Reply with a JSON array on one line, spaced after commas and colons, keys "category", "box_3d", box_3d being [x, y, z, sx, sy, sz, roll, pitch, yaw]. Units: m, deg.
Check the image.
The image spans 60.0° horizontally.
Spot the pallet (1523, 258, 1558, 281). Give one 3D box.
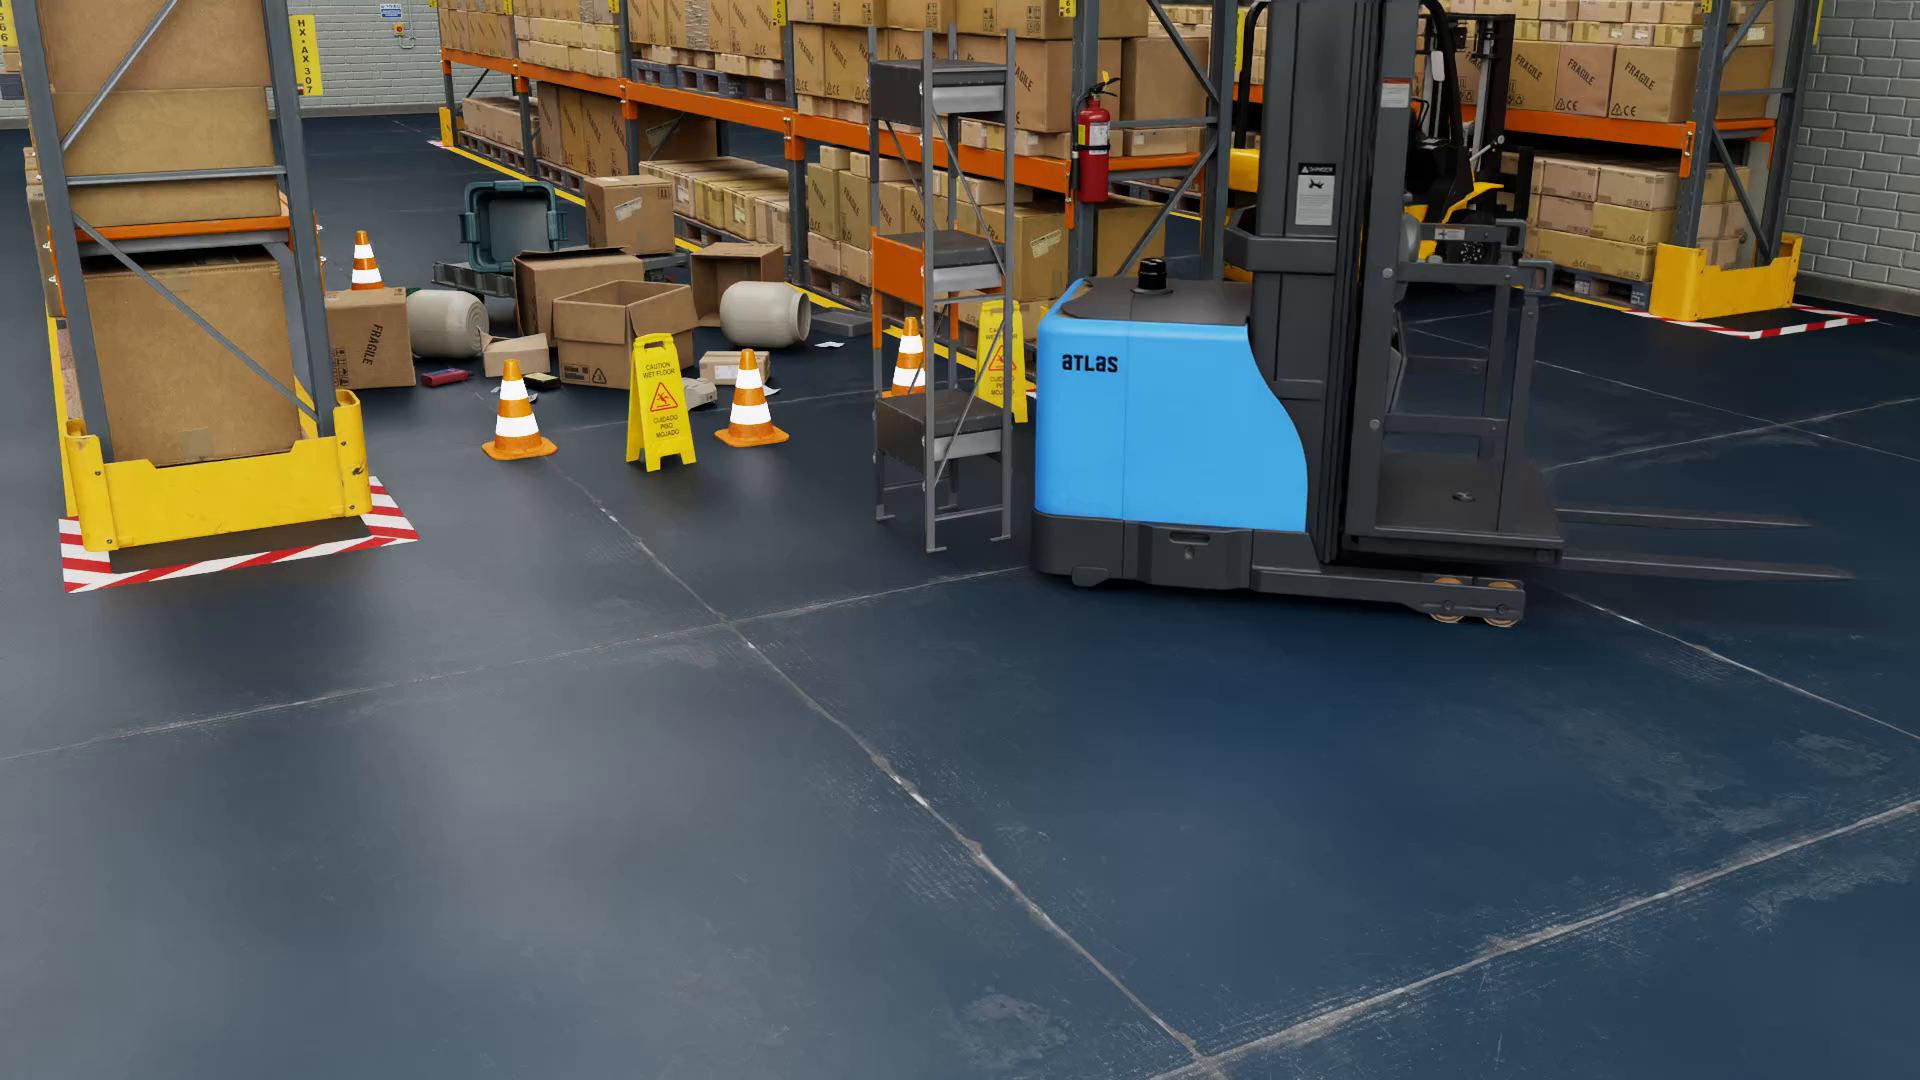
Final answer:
[{"category": "pallet", "box_3d": [4.459, -2.317, 13.522, 1.003, 0.211, 1.213, -10, 21, -27]}]

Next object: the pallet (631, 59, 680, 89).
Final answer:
[{"category": "pallet", "box_3d": [-2.299, -4.320, 15.346, 1.213, 0.211, 1.003, -10, 21, -27]}]

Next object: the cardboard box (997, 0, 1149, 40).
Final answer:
[{"category": "cardboard box", "box_3d": [0.633, -3.076, 9.304, 0.700, 0.500, 0.500, -11, 22, -28]}]

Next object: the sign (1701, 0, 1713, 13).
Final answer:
[{"category": "sign", "box_3d": [4.950, -3.651, 10.977, 0.100, 0.325, 0.005, -10, 21, -27]}]

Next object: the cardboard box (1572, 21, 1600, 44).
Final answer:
[{"category": "cardboard box", "box_3d": [4.698, -3.708, 12.130, 0.380, 0.149, 0.250, -10, 21, -27]}]

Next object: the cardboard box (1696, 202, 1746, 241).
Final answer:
[{"category": "cardboard box", "box_3d": [5.394, -2.374, 12.219, 0.500, 0.250, 0.500, -10, 21, -26]}]

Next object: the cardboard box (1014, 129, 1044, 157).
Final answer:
[{"category": "cardboard box", "box_3d": [0.484, -2.313, 9.622, 0.380, 0.149, 0.250, -10, 22, -27]}]

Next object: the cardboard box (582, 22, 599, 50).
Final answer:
[{"category": "cardboard box", "box_3d": [-3.432, -5.011, 16.517, 0.500, 0.250, 0.500, -11, 22, -28]}]

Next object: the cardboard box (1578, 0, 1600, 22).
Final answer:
[{"category": "cardboard box", "box_3d": [4.733, -3.857, 12.106, 0.380, 0.149, 0.250, -10, 21, -26]}]

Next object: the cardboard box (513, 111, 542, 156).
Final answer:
[{"category": "cardboard box", "box_3d": [-4.835, -4.931, 20.108, 0.875, 0.438, 0.875, -10, 22, -27]}]

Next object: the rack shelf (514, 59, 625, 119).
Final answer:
[{"category": "rack shelf", "box_3d": [-3.681, -4.833, 17.641, 1.077, 0.370, 4.000, -10, 21, -27]}]

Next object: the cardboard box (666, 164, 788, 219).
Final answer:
[{"category": "cardboard box", "box_3d": [-2.114, -3.181, 15.136, 0.950, 0.372, 0.625, -10, 22, -28]}]

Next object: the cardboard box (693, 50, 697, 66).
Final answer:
[{"category": "cardboard box", "box_3d": [-2.083, -4.170, 14.359, 0.380, 0.149, 0.250, -9, 21, -25]}]

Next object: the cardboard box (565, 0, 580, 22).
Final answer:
[{"category": "cardboard box", "box_3d": [-3.688, -5.516, 16.833, 0.500, 0.500, 0.500, -10, 21, -27]}]

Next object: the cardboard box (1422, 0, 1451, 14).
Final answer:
[{"category": "cardboard box", "box_3d": [3.936, -4.284, 13.345, 0.380, 0.149, 0.250, -10, 22, -28]}]

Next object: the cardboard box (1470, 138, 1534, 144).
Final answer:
[{"category": "cardboard box", "box_3d": [4.421, -3.190, 13.816, 0.500, 0.250, 0.500, -10, 21, -26]}]

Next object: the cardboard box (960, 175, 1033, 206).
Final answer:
[{"category": "cardboard box", "box_3d": [0.224, -2.147, 10.181, 0.380, 0.149, 0.250, -9, 21, -25]}]

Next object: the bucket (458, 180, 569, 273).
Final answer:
[{"category": "bucket", "box_3d": [-3.047, -2.144, 11.434, 0.726, 0.611, 0.620, -3, 9, -8]}]

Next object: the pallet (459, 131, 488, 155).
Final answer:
[{"category": "pallet", "box_3d": [-6.082, -5.360, 22.340, 1.003, 0.211, 1.213, -10, 21, -27]}]

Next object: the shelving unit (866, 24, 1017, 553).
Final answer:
[{"category": "shelving unit", "box_3d": [-0.079, -1.040, 6.927, 0.431, 2.100, 0.503, -10, 21, -27]}]

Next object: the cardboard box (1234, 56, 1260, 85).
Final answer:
[{"category": "cardboard box", "box_3d": [2.821, -4.397, 15.506, 0.500, 0.250, 0.500, -10, 21, -27]}]

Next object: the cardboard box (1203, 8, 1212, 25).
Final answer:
[{"category": "cardboard box", "box_3d": [2.544, -5.000, 15.876, 0.380, 0.149, 0.250, -10, 21, -26]}]

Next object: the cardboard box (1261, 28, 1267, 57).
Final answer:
[{"category": "cardboard box", "box_3d": [3.076, -4.487, 15.000, 0.500, 0.250, 0.500, -10, 22, -28]}]

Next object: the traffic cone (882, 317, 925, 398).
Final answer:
[{"category": "traffic cone", "box_3d": [-0.272, -1.027, 9.397, 0.336, 0.463, 0.334, -10, 21, -27]}]

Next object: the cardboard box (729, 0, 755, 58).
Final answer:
[{"category": "cardboard box", "box_3d": [-1.490, -4.076, 13.092, 0.500, 0.500, 0.500, -10, 21, -26]}]

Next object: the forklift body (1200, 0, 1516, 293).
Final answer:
[{"category": "forklift body", "box_3d": [2.928, -2.933, 12.333, 2.313, 2.155, 1.214, -10, 21, -27]}]

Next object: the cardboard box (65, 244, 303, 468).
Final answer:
[{"category": "cardboard box", "box_3d": [-3.621, -0.885, 7.711, 0.875, 0.875, 0.875, -10, 21, -26]}]

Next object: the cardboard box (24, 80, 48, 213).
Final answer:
[{"category": "cardboard box", "box_3d": [-3.737, -1.831, 7.610, 0.875, 0.550, 0.550, -10, 21, -27]}]

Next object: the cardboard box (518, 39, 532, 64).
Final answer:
[{"category": "cardboard box", "box_3d": [-4.654, -5.509, 18.728, 0.500, 0.250, 0.500, -11, 22, -28]}]

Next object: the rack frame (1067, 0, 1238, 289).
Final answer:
[{"category": "rack frame", "box_3d": [1.067, -2.302, 9.205, 1.000, 3.000, 0.127, -10, 21, -27]}]

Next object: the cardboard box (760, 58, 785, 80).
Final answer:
[{"category": "cardboard box", "box_3d": [-1.319, -3.635, 12.809, 0.380, 0.149, 0.250, -10, 21, -26]}]

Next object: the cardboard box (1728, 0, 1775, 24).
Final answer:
[{"category": "cardboard box", "box_3d": [5.463, -3.696, 11.641, 0.380, 0.149, 0.250, -10, 22, -28]}]

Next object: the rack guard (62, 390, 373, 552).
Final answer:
[{"category": "rack guard", "box_3d": [-3.229, -0.318, 7.286, 1.175, 0.500, 0.348, -10, 21, -27]}]

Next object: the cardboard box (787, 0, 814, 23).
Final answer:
[{"category": "cardboard box", "box_3d": [-0.814, -3.951, 11.841, 0.700, 0.500, 0.500, -10, 22, -27]}]

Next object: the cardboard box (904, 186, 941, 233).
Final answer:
[{"category": "cardboard box", "box_3d": [-0.027, -2.040, 10.868, 0.500, 0.500, 0.500, -11, 22, -28]}]

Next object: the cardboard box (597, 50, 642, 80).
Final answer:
[{"category": "cardboard box", "box_3d": [-3.200, -4.633, 16.189, 0.500, 0.250, 0.500, -11, 22, -29]}]

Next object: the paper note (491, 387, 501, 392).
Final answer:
[{"category": "paper note", "box_3d": [-2.689, -0.873, 9.645, 0.032, 0.001, 0.123, 1, 19, 2]}]

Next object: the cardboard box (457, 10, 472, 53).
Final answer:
[{"category": "cardboard box", "box_3d": [-6.065, -6.471, 21.132, 0.500, 0.500, 0.500, -10, 21, -27]}]

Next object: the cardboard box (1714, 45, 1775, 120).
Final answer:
[{"category": "cardboard box", "box_3d": [5.443, -3.305, 11.957, 0.500, 0.500, 0.500, -9, 21, -25]}]

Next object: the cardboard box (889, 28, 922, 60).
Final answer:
[{"category": "cardboard box", "box_3d": [-0.125, -3.040, 10.734, 0.500, 0.500, 0.500, -10, 21, -26]}]

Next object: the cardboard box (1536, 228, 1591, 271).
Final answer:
[{"category": "cardboard box", "box_3d": [4.705, -2.201, 12.483, 0.500, 0.250, 0.500, -10, 21, -27]}]

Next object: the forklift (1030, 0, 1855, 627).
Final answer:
[{"category": "forklift", "box_3d": [1.852, -1.251, 6.264, 3.031, 2.935, 1.130, 4, 19, 12]}]

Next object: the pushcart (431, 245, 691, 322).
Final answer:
[{"category": "pushcart", "box_3d": [-2.815, -1.843, 11.895, 0.936, 0.377, 1.648, 16, 25, 39]}]

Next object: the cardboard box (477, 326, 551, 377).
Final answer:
[{"category": "cardboard box", "box_3d": [-2.703, -1.154, 10.069, 0.396, 0.266, 0.258, -6, 20, -17]}]

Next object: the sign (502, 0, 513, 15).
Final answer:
[{"category": "sign", "box_3d": [-5.119, -6.107, 18.783, 0.100, 0.325, 0.005, -10, 21, -27]}]

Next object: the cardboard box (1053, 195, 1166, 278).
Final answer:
[{"category": "cardboard box", "box_3d": [0.916, -1.837, 10.277, 0.500, 0.500, 0.500, -11, 22, -28]}]

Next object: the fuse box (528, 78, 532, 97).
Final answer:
[{"category": "fuse box", "box_3d": [-7.311, -8.185, 28.228, 0.539, 1.711, 0.414, -10, 21, -27]}]

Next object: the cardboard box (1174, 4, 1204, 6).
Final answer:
[{"category": "cardboard box", "box_3d": [2.438, -5.459, 17.206, 0.380, 0.149, 0.250, -10, 22, -28]}]

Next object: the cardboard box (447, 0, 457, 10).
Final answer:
[{"category": "cardboard box", "box_3d": [-6.302, -7.086, 21.382, 0.500, 0.500, 0.500, -11, 22, -28]}]

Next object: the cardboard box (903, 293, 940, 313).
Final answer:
[{"category": "cardboard box", "box_3d": [-0.046, -1.691, 11.004, 0.500, 0.250, 0.500, -11, 22, -29]}]
